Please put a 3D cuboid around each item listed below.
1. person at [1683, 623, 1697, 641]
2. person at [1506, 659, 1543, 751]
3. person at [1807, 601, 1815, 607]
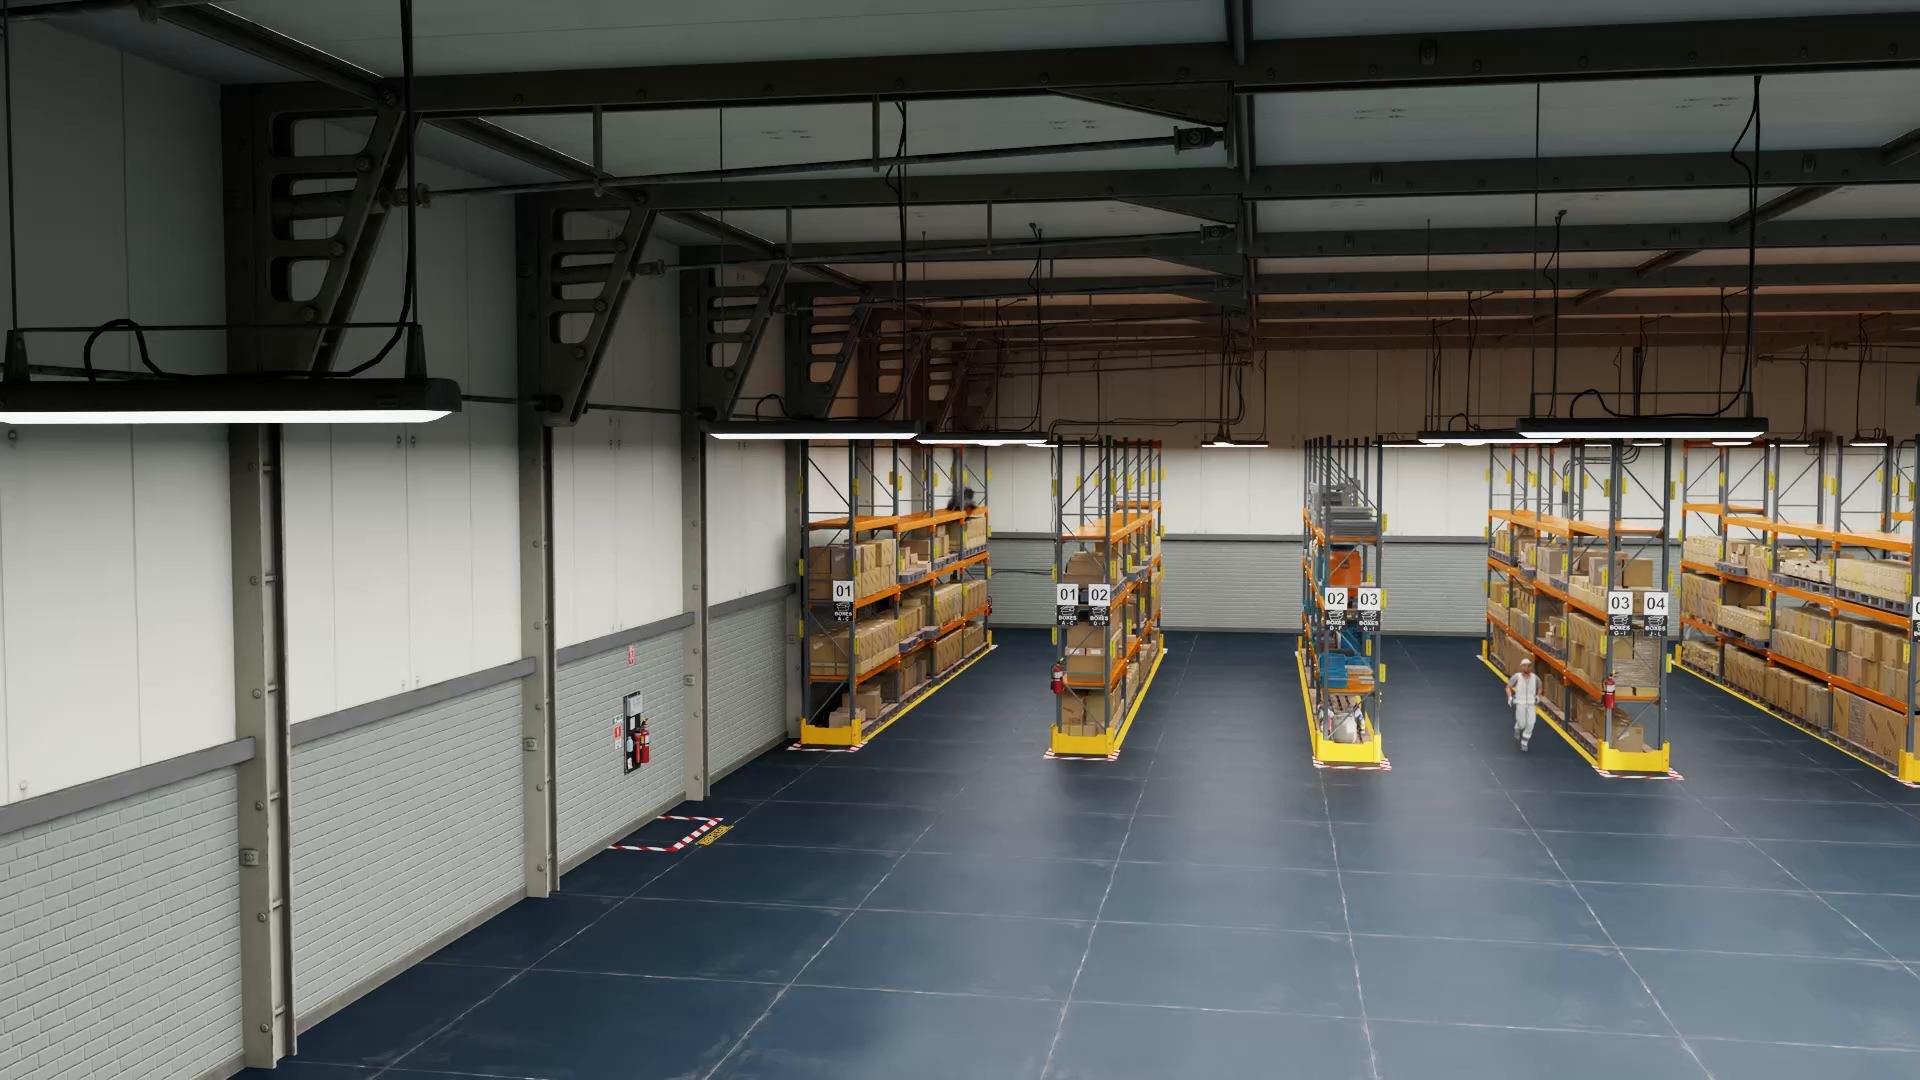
[{"bbox_3d":[20.361,2.370,46.277,0.581,1.731,0.667,-1,3,-19],"label":"person"},{"bbox_3d":[10.813,3.144,31.813,0.671,1.748,0.596,0,3,6],"label":"person"},{"bbox_3d":[23.176,2.438,45.272,0.730,1.661,0.578,0,3,-1],"label":"person"}]
